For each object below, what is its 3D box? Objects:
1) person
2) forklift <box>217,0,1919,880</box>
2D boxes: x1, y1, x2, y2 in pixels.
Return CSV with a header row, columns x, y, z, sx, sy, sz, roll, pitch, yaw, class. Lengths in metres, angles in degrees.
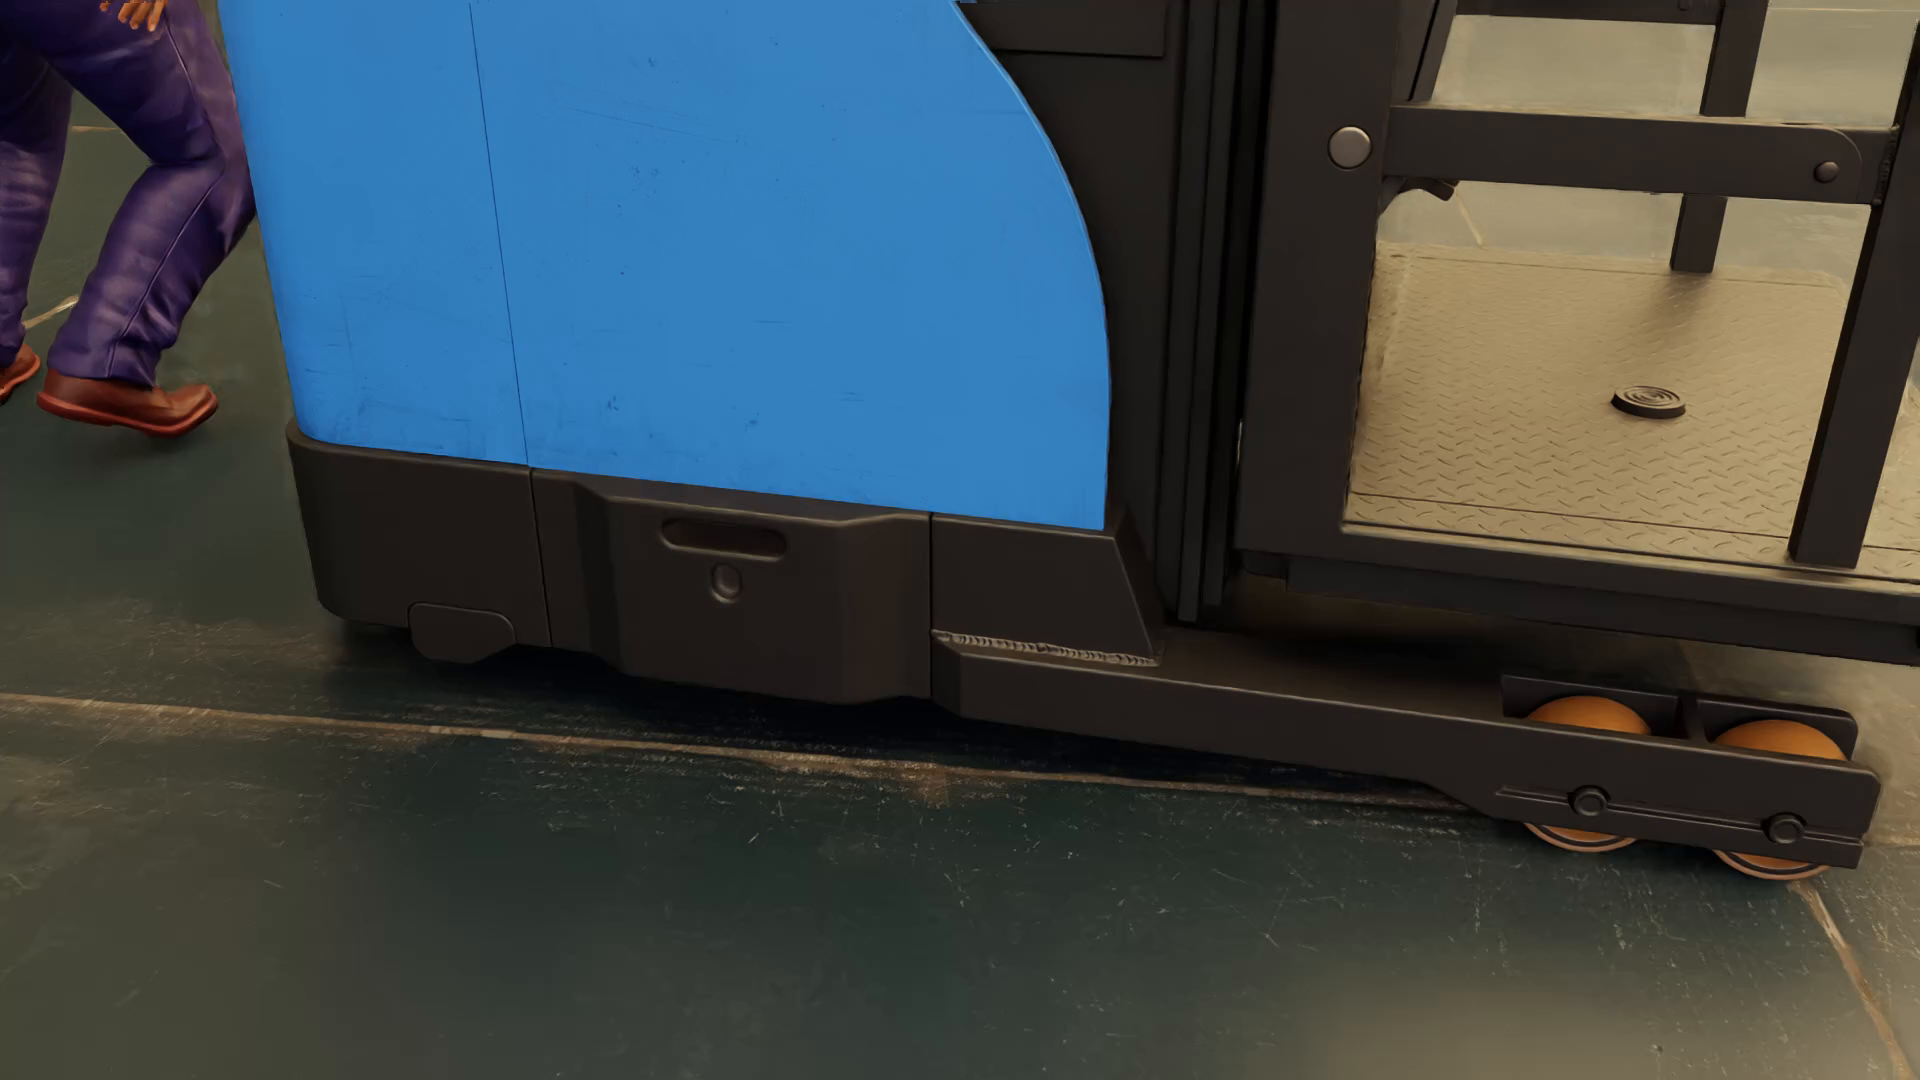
x,y,z,sx,sy,sz,roll,pitch,yaw,class
-1.502,-0.931,2.622,0.819,1.577,0.484,13,29,25,person
0.723,-1.212,1.647,3.031,2.935,1.130,7,27,13,forklift
